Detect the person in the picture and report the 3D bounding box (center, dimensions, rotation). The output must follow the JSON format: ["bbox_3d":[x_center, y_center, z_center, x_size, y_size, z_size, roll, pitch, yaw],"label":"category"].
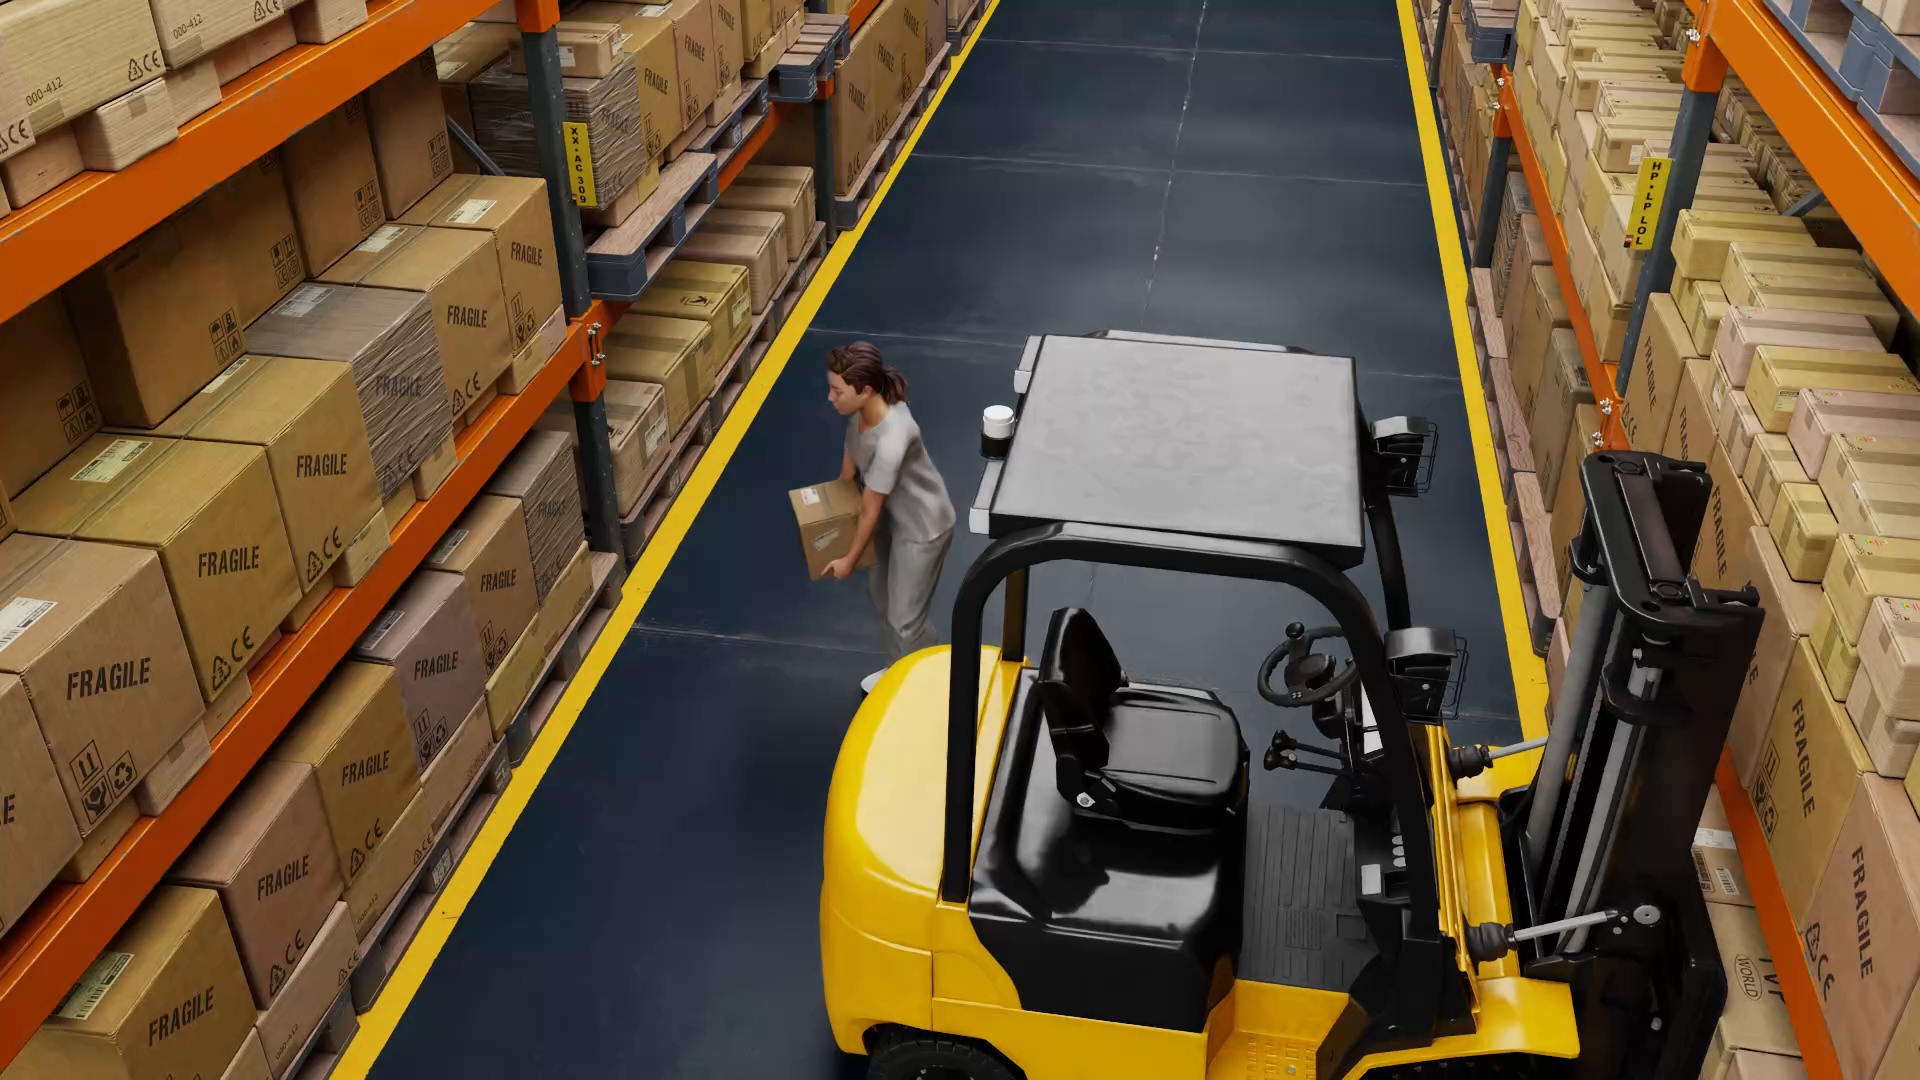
[{"bbox_3d":[-0.291,-0.016,6.211,0.543,1.630,0.417,-11,34,-17],"label":"person"}]
